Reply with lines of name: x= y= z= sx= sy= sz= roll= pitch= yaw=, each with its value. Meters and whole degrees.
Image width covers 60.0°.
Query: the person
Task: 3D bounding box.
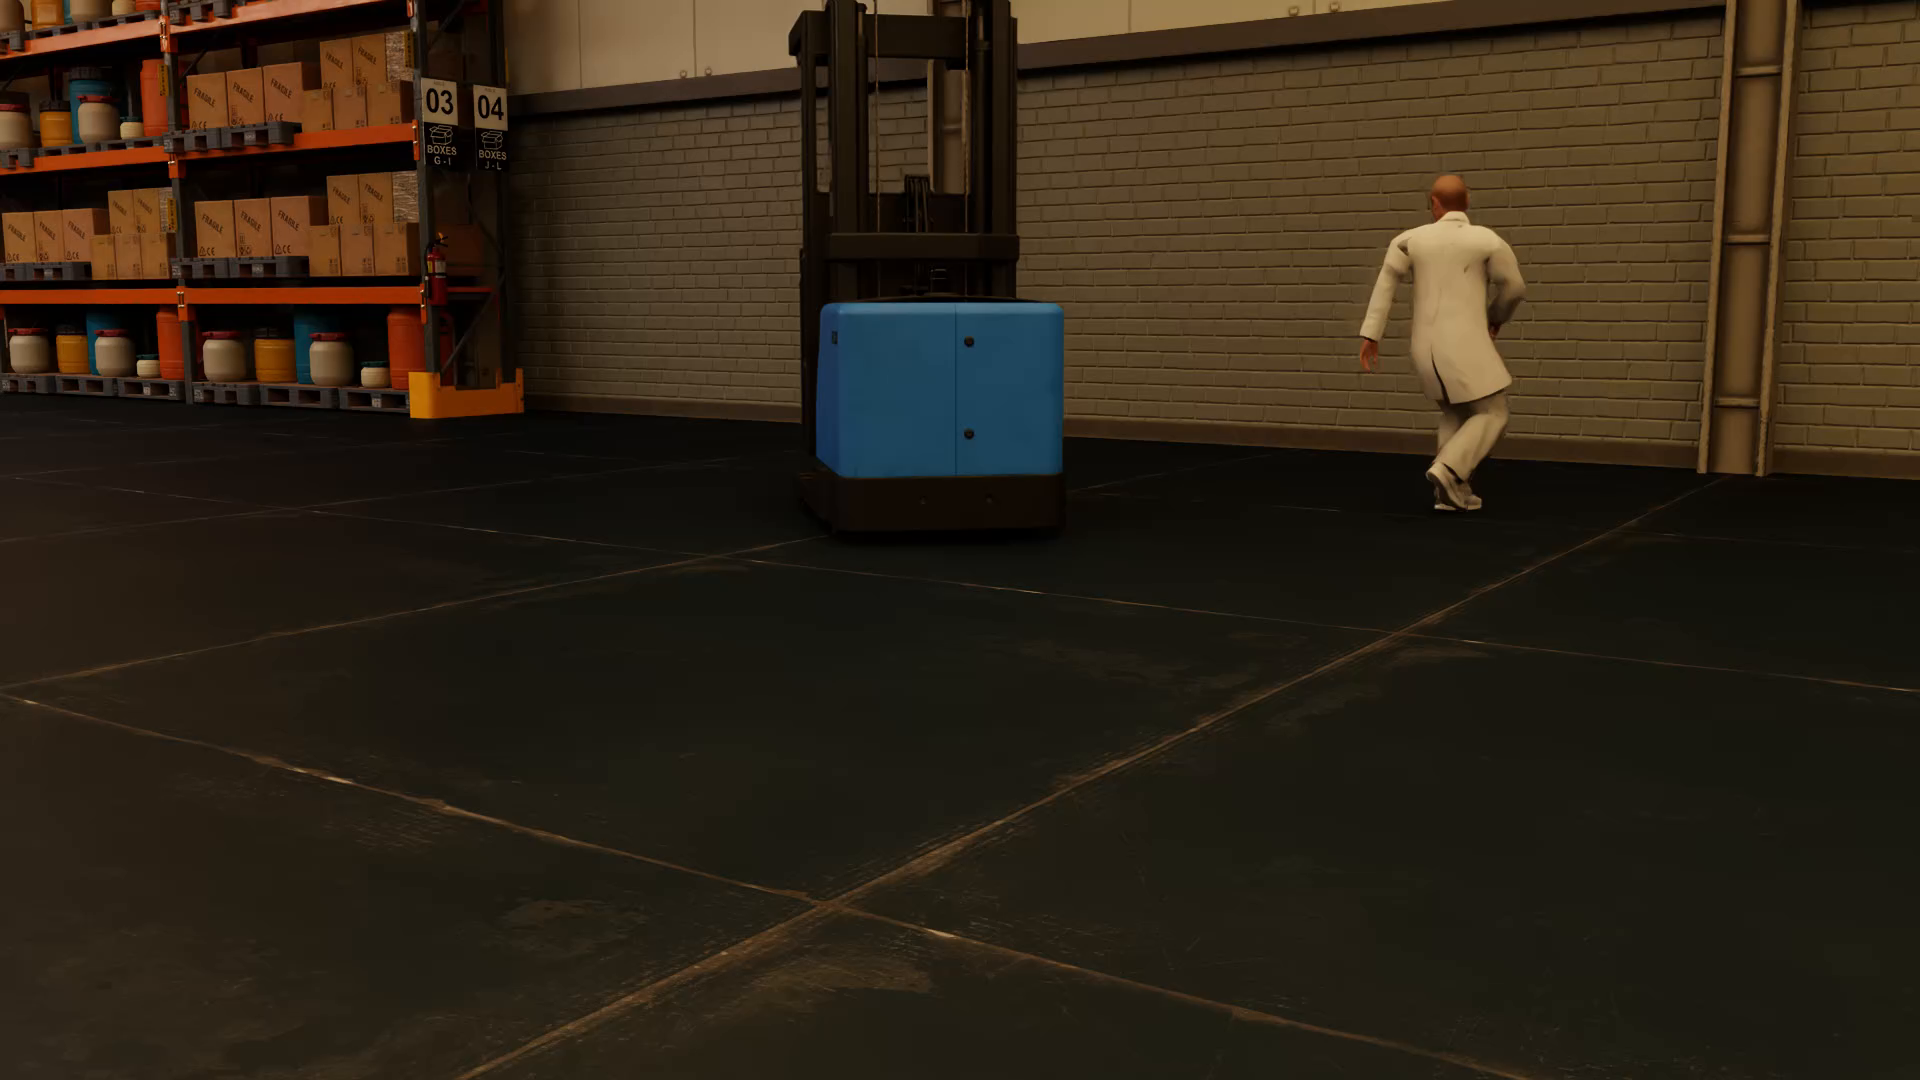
person: x=2.494 y=-0.991 z=8.509 sx=0.688 sy=1.719 sz=0.740 roll=-6 pitch=10 yaw=-38

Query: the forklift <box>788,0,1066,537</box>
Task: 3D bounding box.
forklift: x=-0.300 y=-1.635 z=8.689 sx=1.130 sy=2.935 sz=3.031 roll=-2 pitch=8 yaw=-11
